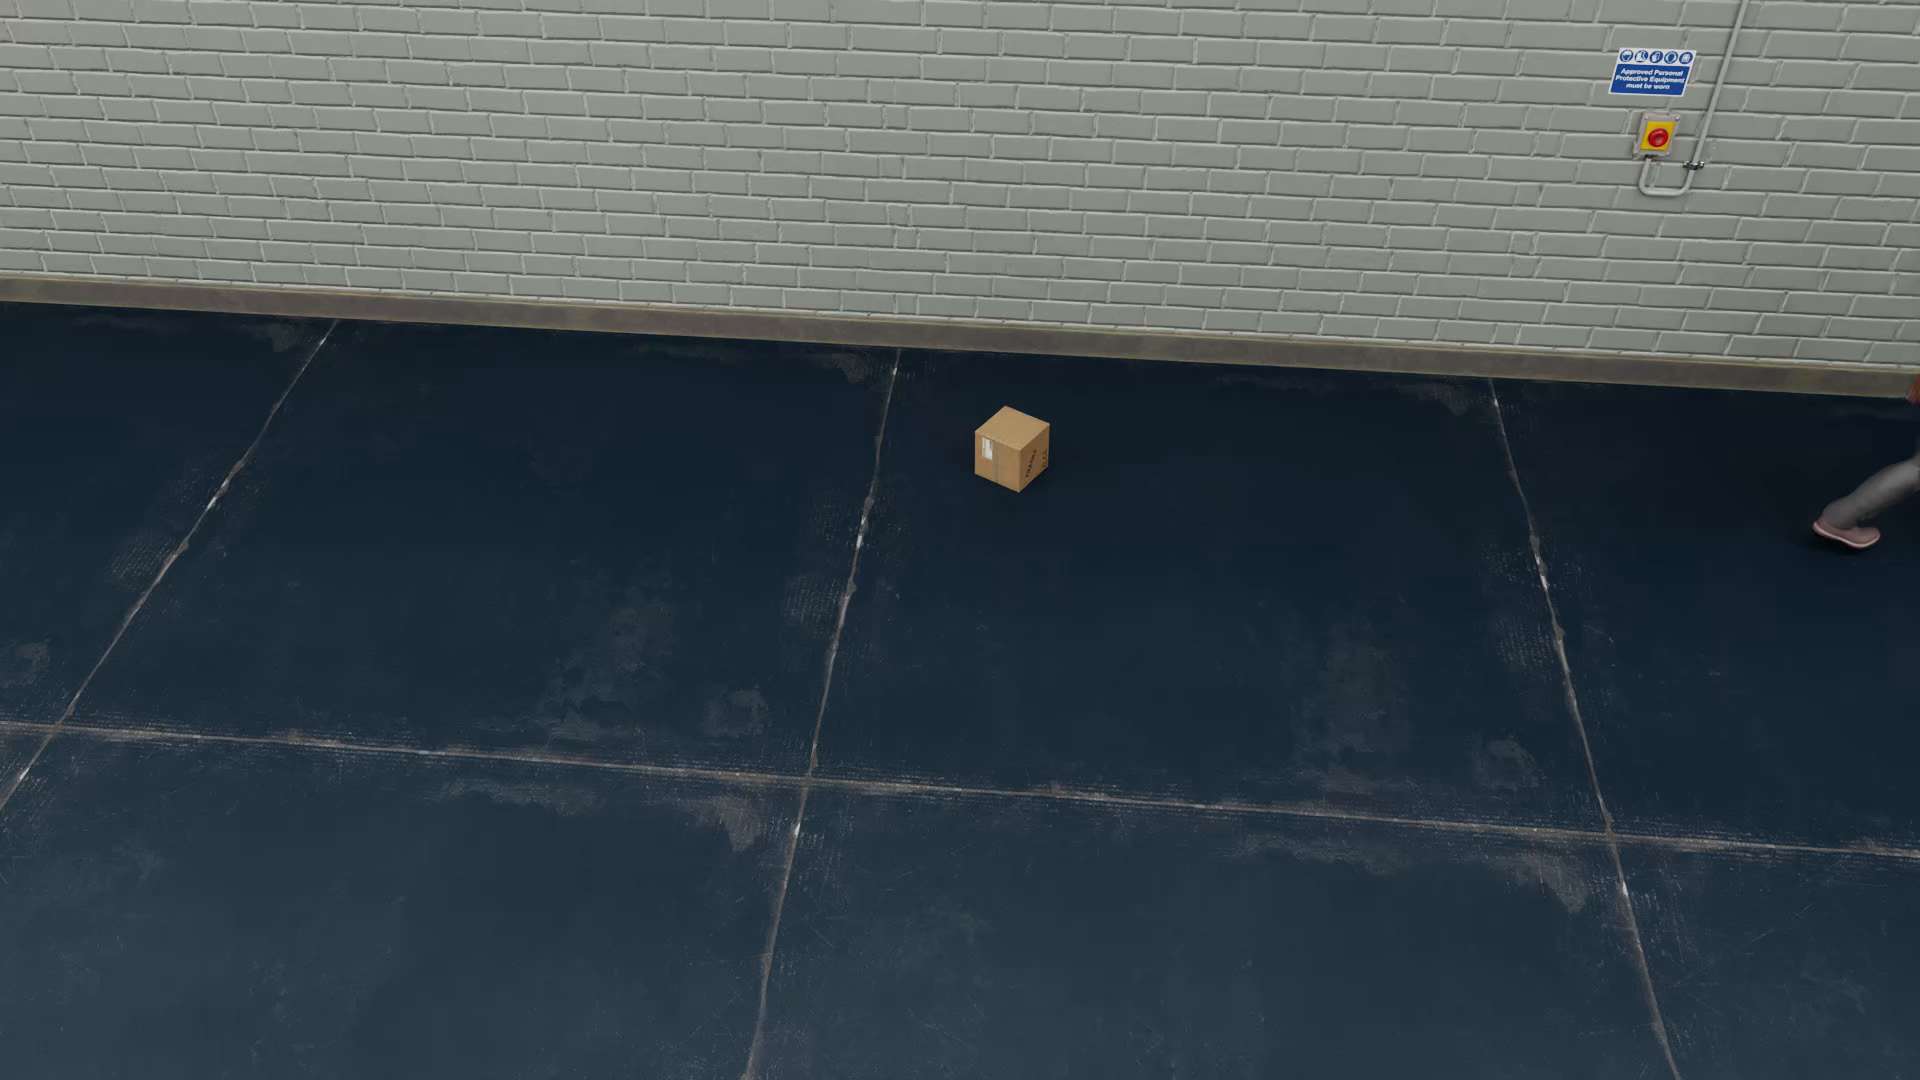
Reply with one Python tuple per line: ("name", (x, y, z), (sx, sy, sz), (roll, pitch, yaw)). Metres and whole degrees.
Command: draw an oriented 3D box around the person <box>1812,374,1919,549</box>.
("person", (4.241, -0.624, 6.892), (0.967, 1.605, 0.450), (1, 40, 2))
